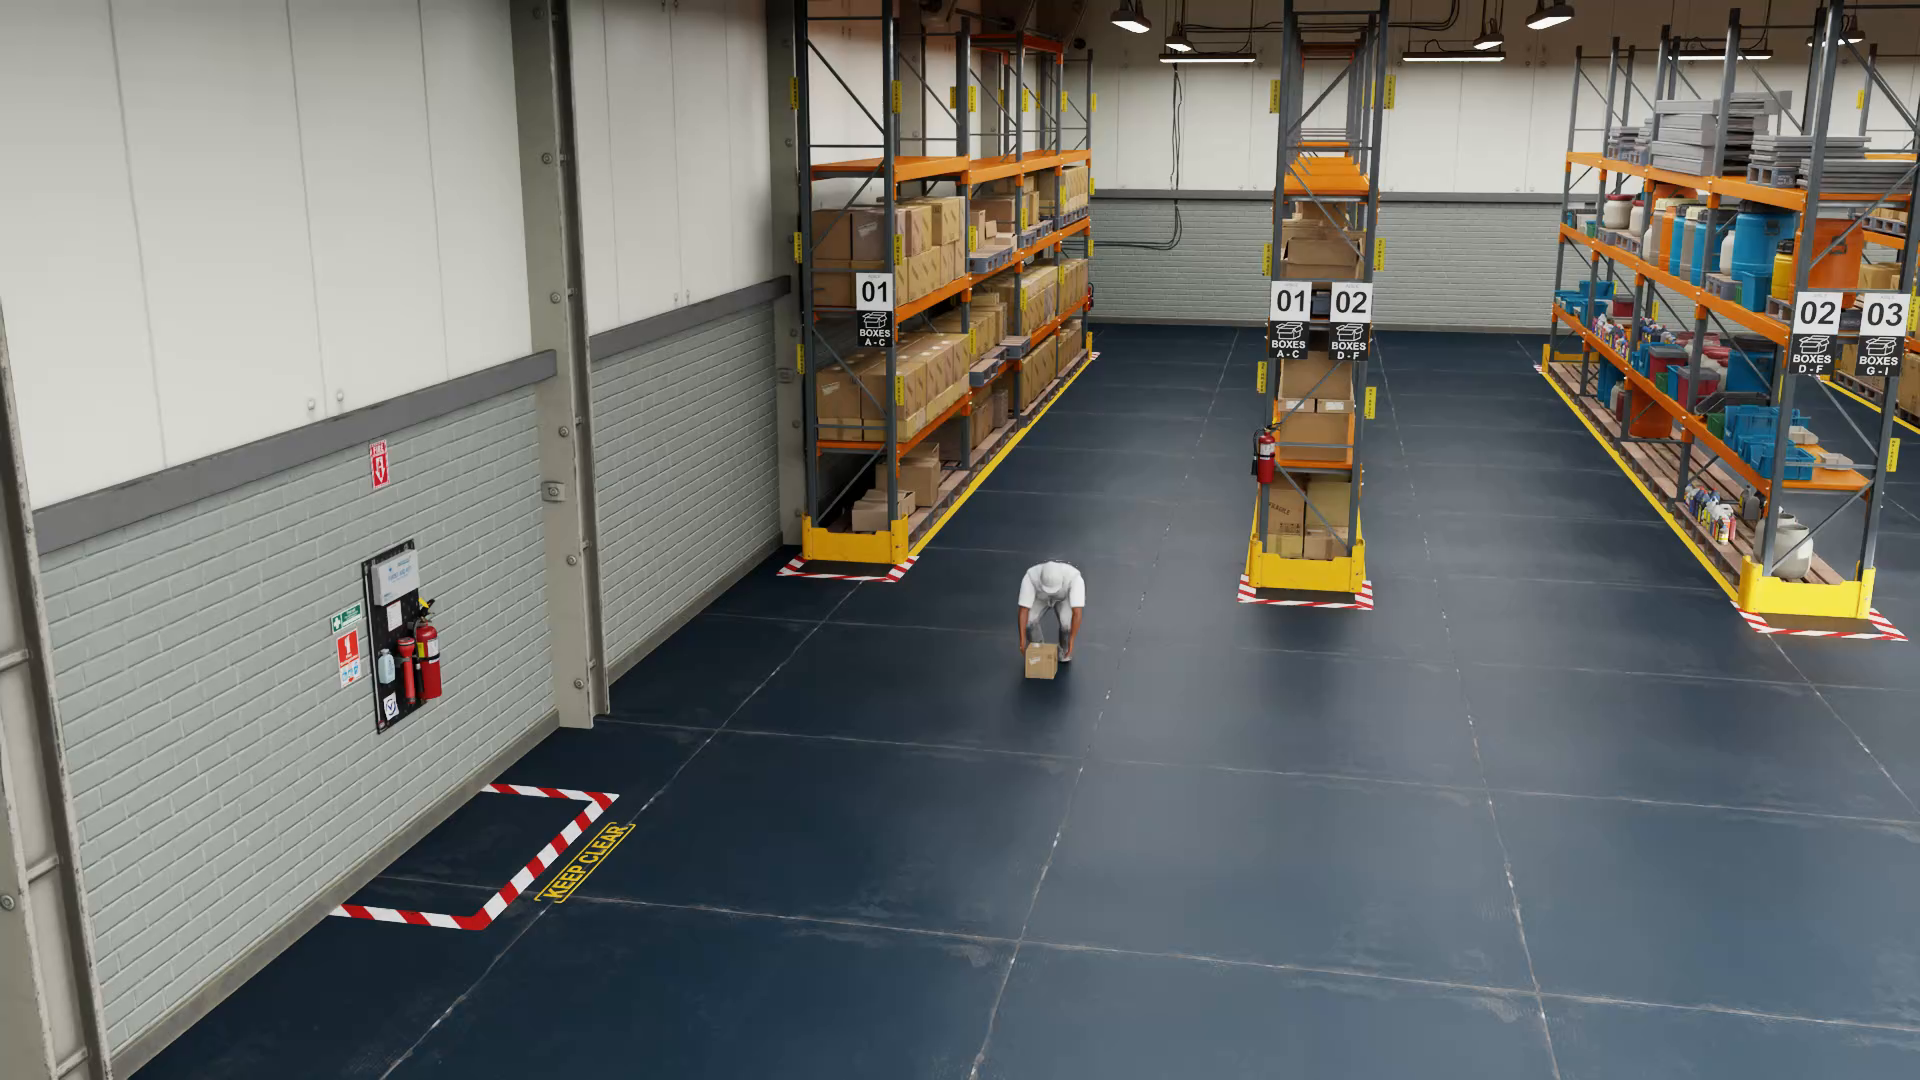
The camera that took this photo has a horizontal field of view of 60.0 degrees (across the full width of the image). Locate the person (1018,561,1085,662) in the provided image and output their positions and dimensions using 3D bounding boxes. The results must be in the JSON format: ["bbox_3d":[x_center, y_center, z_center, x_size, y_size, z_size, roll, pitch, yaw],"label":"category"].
[{"bbox_3d":[0.850,0.611,15.066,0.593,1.039,0.884,3,15,11],"label":"person"}]
